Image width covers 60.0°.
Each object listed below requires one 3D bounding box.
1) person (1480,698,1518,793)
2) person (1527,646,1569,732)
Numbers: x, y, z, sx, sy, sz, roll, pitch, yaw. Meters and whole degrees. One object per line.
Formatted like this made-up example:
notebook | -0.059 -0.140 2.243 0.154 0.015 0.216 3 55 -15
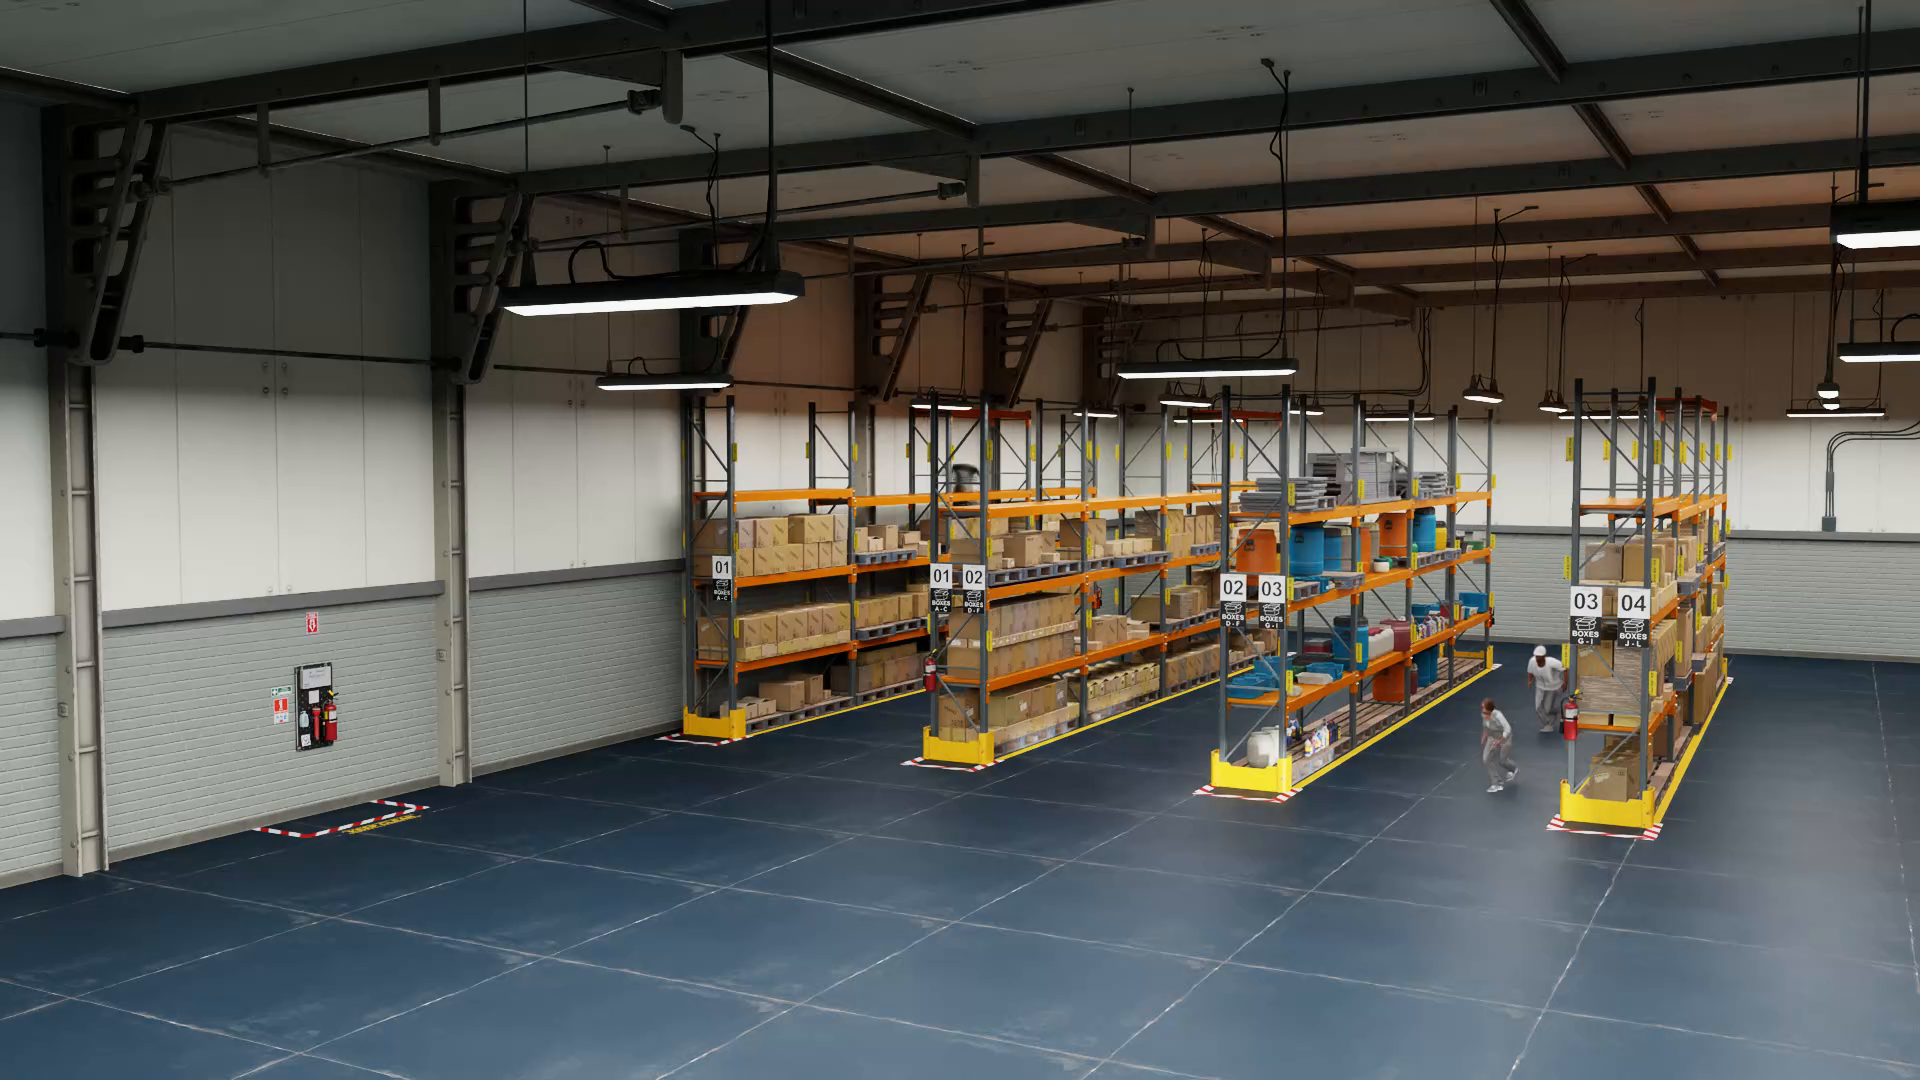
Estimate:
person | 8.020 3.006 24.616 1.011 1.414 0.528 -2 4 -39
person | 10.476 2.652 29.601 0.719 1.582 0.929 3 4 41
